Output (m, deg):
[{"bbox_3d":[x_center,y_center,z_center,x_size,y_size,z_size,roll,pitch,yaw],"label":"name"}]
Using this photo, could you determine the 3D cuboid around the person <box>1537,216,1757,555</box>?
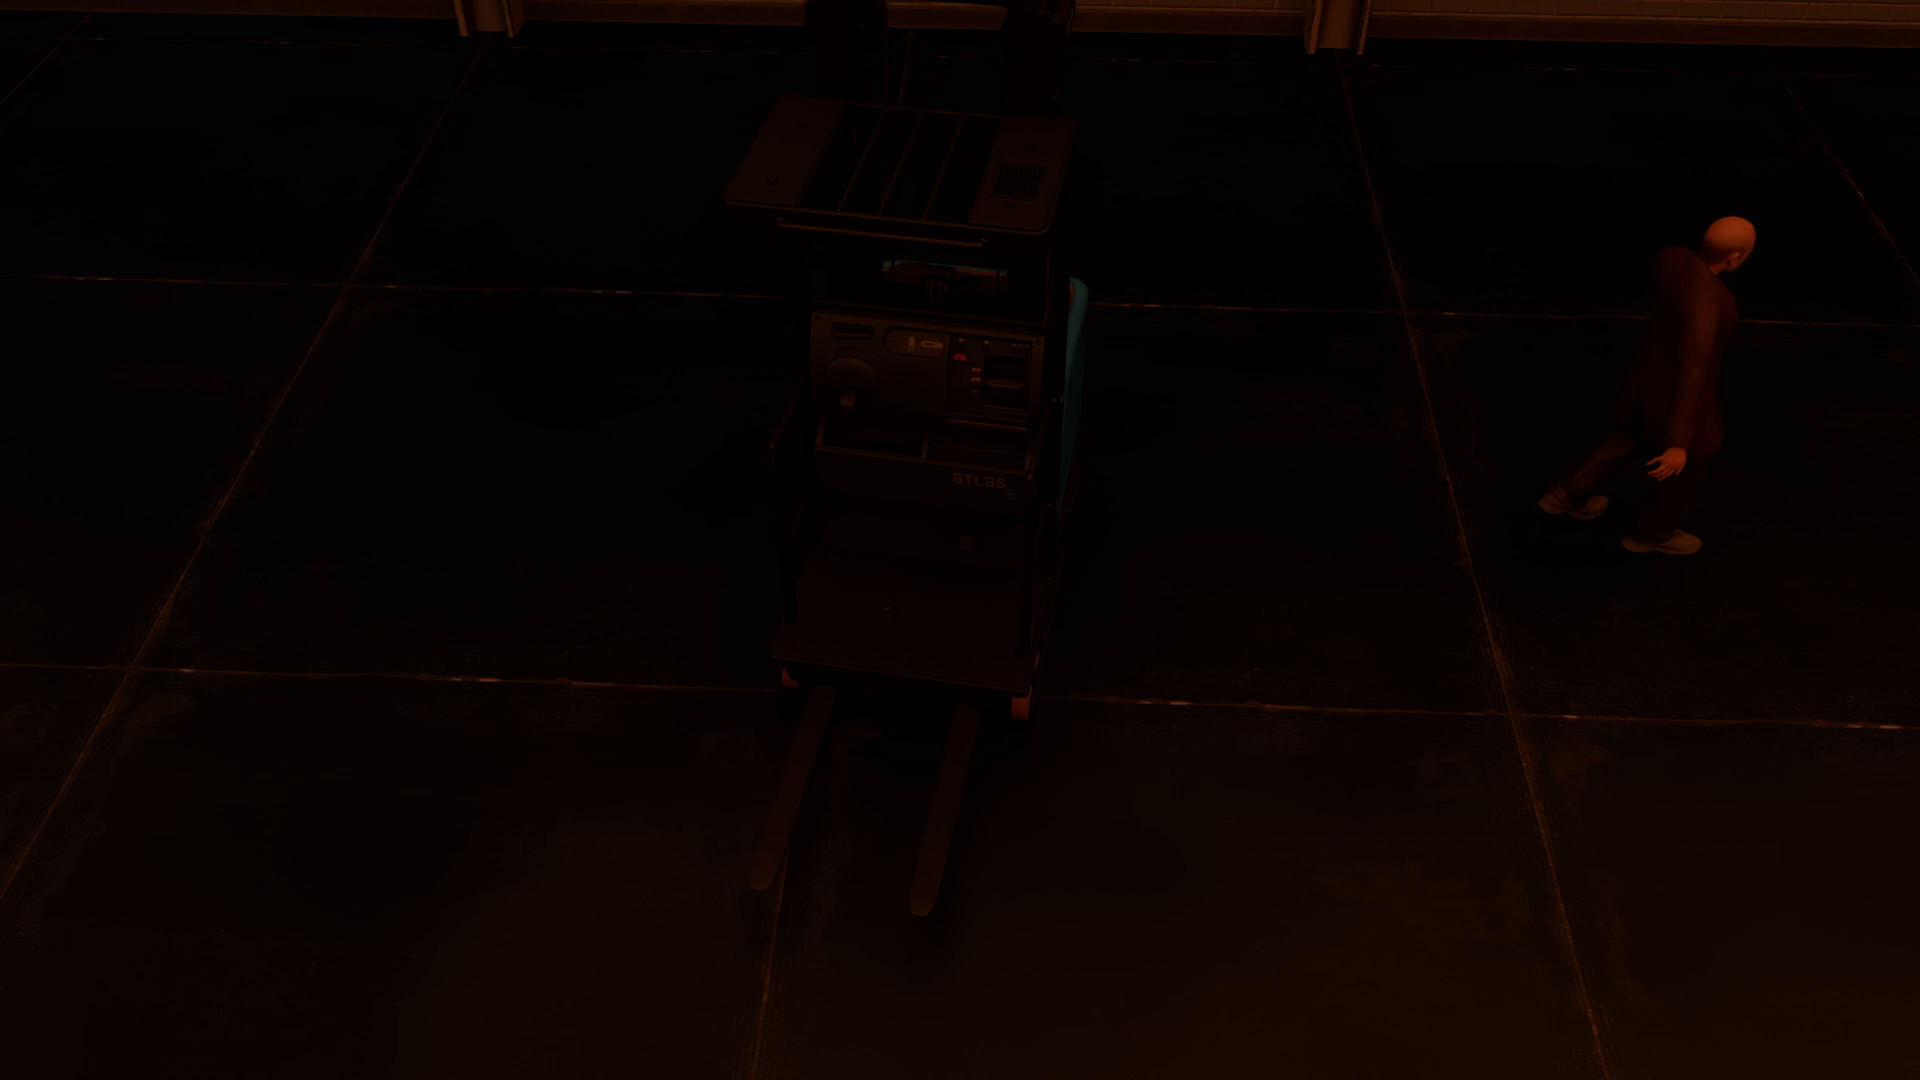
[{"bbox_3d":[3.137,-0.649,7.331,0.781,1.761,0.948,-3,42,-4],"label":"person"}]

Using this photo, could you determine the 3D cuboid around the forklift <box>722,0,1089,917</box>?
[{"bbox_3d":[-0.171,-0.585,6.383,1.130,2.935,3.031,7,43,8],"label":"forklift"}]
